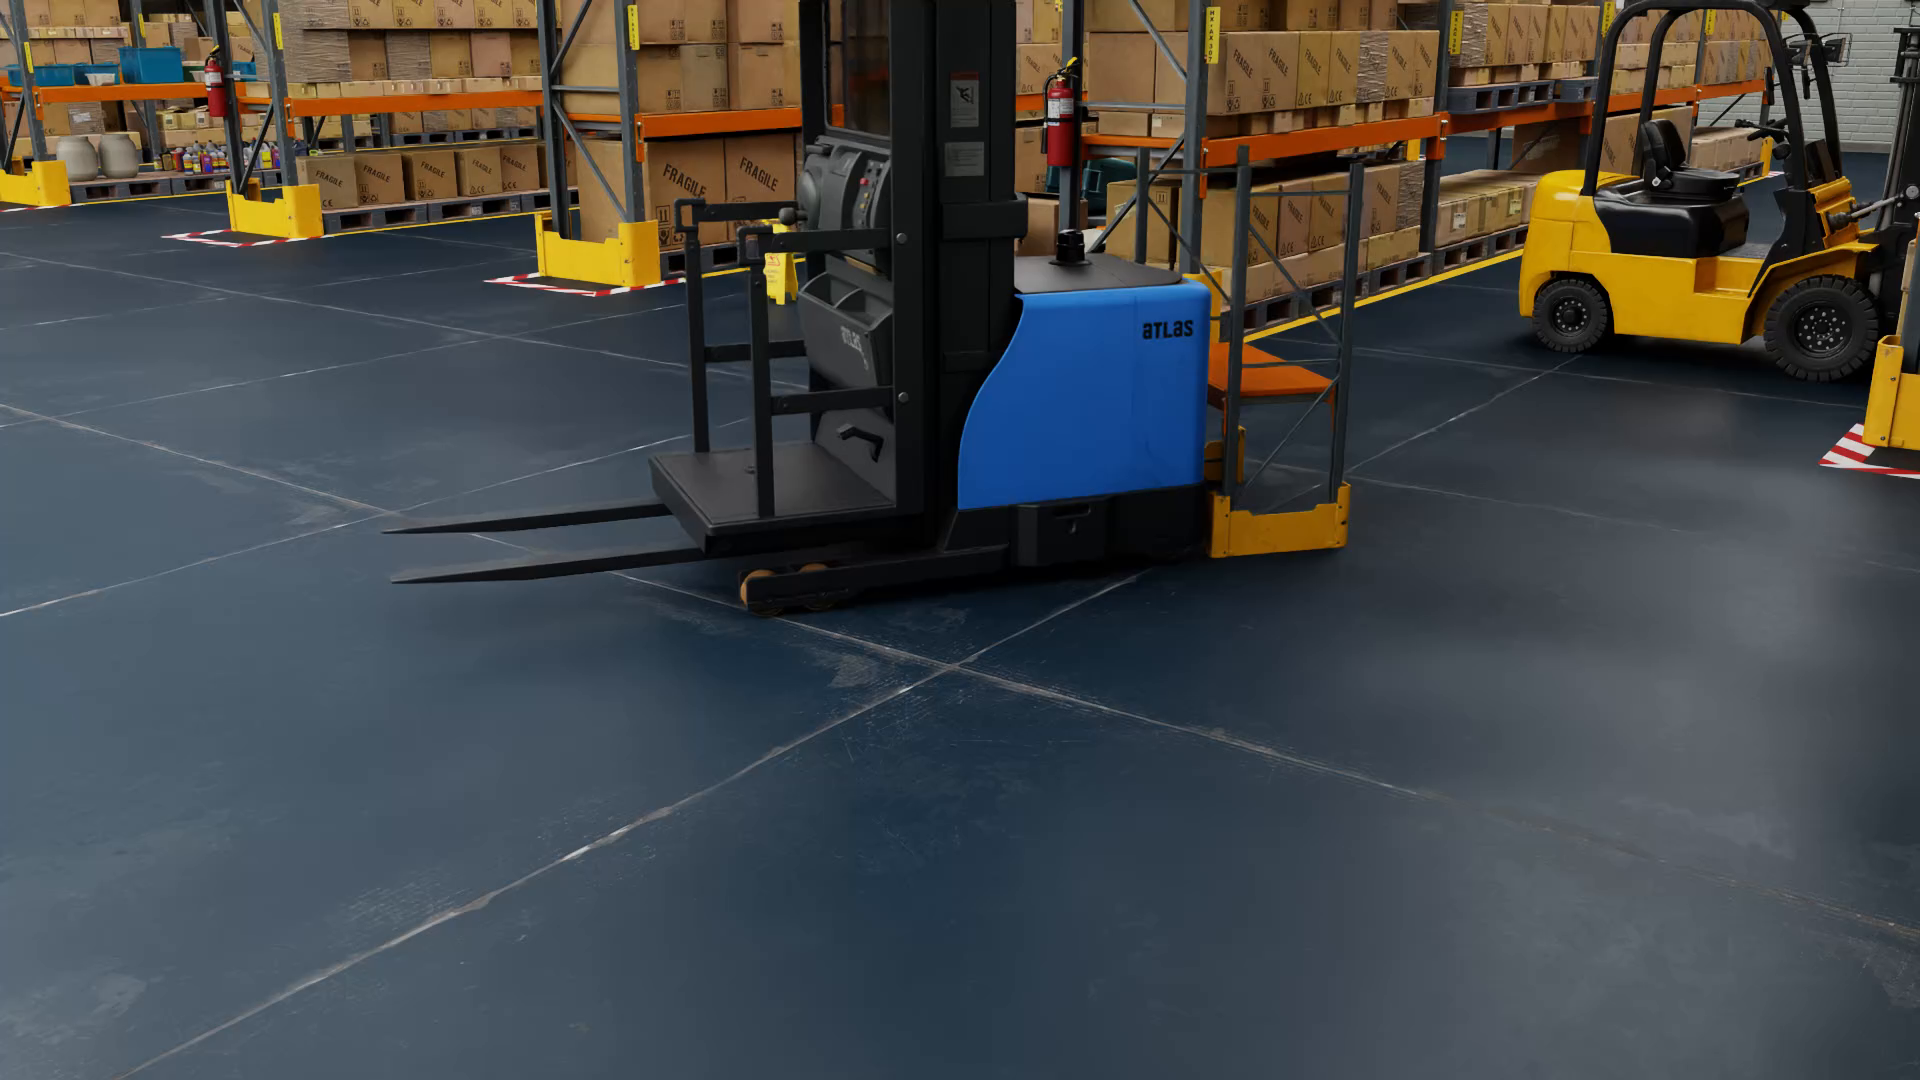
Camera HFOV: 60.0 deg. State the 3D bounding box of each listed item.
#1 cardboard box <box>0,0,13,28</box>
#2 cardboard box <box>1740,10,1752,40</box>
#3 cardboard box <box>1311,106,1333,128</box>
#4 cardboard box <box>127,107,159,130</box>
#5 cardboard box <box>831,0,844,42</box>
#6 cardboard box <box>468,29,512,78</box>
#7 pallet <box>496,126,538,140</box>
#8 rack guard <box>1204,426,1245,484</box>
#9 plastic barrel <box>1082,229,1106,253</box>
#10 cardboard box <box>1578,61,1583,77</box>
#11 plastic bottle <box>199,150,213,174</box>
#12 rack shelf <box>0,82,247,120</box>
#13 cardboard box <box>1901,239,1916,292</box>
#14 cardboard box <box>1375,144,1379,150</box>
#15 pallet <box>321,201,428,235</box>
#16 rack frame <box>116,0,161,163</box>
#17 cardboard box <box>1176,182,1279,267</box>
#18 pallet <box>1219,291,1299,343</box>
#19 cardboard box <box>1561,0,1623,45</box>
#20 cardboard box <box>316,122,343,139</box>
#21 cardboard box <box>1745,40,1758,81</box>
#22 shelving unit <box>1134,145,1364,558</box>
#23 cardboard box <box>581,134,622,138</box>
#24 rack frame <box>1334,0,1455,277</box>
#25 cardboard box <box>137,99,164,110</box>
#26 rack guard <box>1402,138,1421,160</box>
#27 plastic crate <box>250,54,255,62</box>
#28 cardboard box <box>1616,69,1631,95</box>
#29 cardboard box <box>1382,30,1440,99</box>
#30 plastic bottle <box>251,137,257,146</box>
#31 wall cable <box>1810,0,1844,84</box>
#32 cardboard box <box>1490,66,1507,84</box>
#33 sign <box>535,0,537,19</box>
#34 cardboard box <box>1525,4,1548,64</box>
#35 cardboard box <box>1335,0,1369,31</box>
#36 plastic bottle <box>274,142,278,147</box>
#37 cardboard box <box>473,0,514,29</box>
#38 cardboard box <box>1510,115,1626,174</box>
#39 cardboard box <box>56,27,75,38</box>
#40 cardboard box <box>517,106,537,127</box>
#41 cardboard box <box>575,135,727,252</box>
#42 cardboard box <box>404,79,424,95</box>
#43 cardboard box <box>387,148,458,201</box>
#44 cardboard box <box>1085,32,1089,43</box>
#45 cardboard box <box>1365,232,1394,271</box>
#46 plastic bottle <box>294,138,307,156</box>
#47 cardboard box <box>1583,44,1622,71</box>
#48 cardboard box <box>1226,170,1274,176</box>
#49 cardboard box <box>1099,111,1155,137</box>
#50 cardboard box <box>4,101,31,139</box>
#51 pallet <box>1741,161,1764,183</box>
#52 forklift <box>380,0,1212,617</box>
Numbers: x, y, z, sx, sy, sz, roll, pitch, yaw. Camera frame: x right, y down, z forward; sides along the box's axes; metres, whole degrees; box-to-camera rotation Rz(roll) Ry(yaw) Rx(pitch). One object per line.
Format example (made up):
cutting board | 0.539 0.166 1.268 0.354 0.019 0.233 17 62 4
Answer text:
cardboard box | -13.599 -7.391 23.131 0.700 0.500 0.500 12 21 35
cardboard box | 9.637 -6.547 20.914 0.500 0.500 0.500 12 21 34
cardboard box | 2.423 -3.021 11.838 0.380 0.149 0.250 12 21 33
cardboard box | -12.432 -6.492 25.573 0.500 0.311 0.500 12 21 35
cardboard box | -1.480 -4.787 15.028 0.875 0.550 0.550 12 21 35
cardboard box | -5.350 -5.282 18.024 0.875 0.500 0.500 12 21 35
pallet | -8.130 -7.563 30.741 1.003 0.211 1.213 12 21 35
rack guard | 1.000 -0.368 7.506 0.587 0.250 0.087 -5 18 -15
plastic barrel | 1.101 -2.263 13.318 0.421 0.421 0.512 -4 18 -13
cardboard box | 5.745 -4.524 15.969 0.380 0.149 0.250 13 21 36
plastic bottle | -9.370 -4.701 20.662 0.061 0.283 0.133 13 21 36
rack shelf | -9.658 -5.493 20.589 1.077 0.370 4.000 12 21 35
cardboard box | 5.099 -1.388 8.397 0.500 0.250 0.500 13 22 37
cardboard box | 6.003 -5.885 24.734 0.380 0.149 0.250 13 21 35
pallet | -6.315 -3.359 17.204 1.003 0.211 1.213 12 21 35
rack frame | -12.443 -7.189 24.837 1.000 3.000 0.127 12 21 35
cardboard box | 1.803 -2.129 11.205 0.500 0.500 0.500 12 21 33
pallet | 1.644 -1.608 11.565 1.003 0.211 1.213 12 21 35
cardboard box | 6.343 -5.239 16.702 0.500 0.500 0.500 12 21 33
cardboard box | -10.481 -6.738 27.311 0.500 0.250 0.500 12 21 34
cardboard box | 9.935 -6.190 21.450 0.500 0.500 0.500 13 22 36
shelving unit | 1.131 -0.822 6.862 0.587 1.500 1.083 -5 18 -15
cardboard box | -4.106 -4.597 19.962 0.700 0.500 0.500 11 20 31
rack frame | 3.470 -3.687 13.558 1.000 3.000 0.127 12 21 35
cardboard box | -14.827 -7.750 30.116 0.700 0.500 0.500 12 21 35
rack guard | 6.539 -6.184 25.814 1.175 0.500 0.348 12 21 35
plastic crate | -8.881 -6.181 21.696 0.767 0.338 0.504 12 21 35
cardboard box | 6.638 -4.765 17.285 0.500 0.250 0.500 12 21 33
cardboard box | 3.405 -3.727 13.017 0.500 0.500 0.500 12 21 33
plastic bottle | -9.281 -5.139 21.960 0.144 0.351 0.185 13 22 36
wall cable | 13.961 -8.392 26.945 0.585 1.953 0.123 12 21 35
cardboard box | 4.503 -4.036 14.398 0.380 0.149 0.250 13 21 36
sign | -3.377 -4.350 13.342 0.100 0.325 0.005 12 21 35
cardboard box | 4.880 -4.497 14.790 0.500 0.500 0.500 11 21 32
cardboard box | 2.712 -4.170 12.758 0.700 0.500 0.500 13 21 35
plastic bottle | -9.094 -5.127 22.035 0.061 0.283 0.133 12 21 35
cardboard box | -5.132 -5.711 17.721 0.500 0.500 0.500 12 21 35
cardboard box | 6.331 -3.975 17.362 0.875 0.875 0.875 12 21 34
cardboard box | -12.891 -7.260 23.803 0.380 0.149 0.250 12 21 35
cardboard box | -8.041 -7.827 30.363 0.500 0.500 0.500 13 21 35
cardboard box | -2.598 -2.944 14.040 0.875 0.875 0.875 13 21 35
cardboard box | -5.772 -4.690 17.212 0.380 0.149 0.250 12 21 35
cardboard box | -5.770 -3.932 17.855 0.500 0.500 0.500 15 23 40
cardboard box | 1.242 -5.790 18.475 0.700 0.500 0.500 12 21 34
cardboard box | 3.024 -2.257 12.883 0.500 0.250 0.500 12 21 33
plastic bottle | -8.619 -5.054 21.685 0.144 0.351 0.185 12 21 33
cardboard box | 6.353 -4.884 16.822 0.500 0.250 0.500 12 21 34
cardboard box | 1.969 -2.460 12.273 0.500 0.500 0.500 12 21 33
cardboard box | 1.137 -2.741 10.936 0.380 0.149 0.250 13 22 37
cardboard box | -13.432 -5.927 23.437 0.500 0.500 0.500 12 21 35
pallet | 10.206 -5.009 22.518 1.003 0.211 1.213 12 21 35
forklift | -0.611 -1.304 5.999 3.031 2.935 1.130 -7 18 -20
